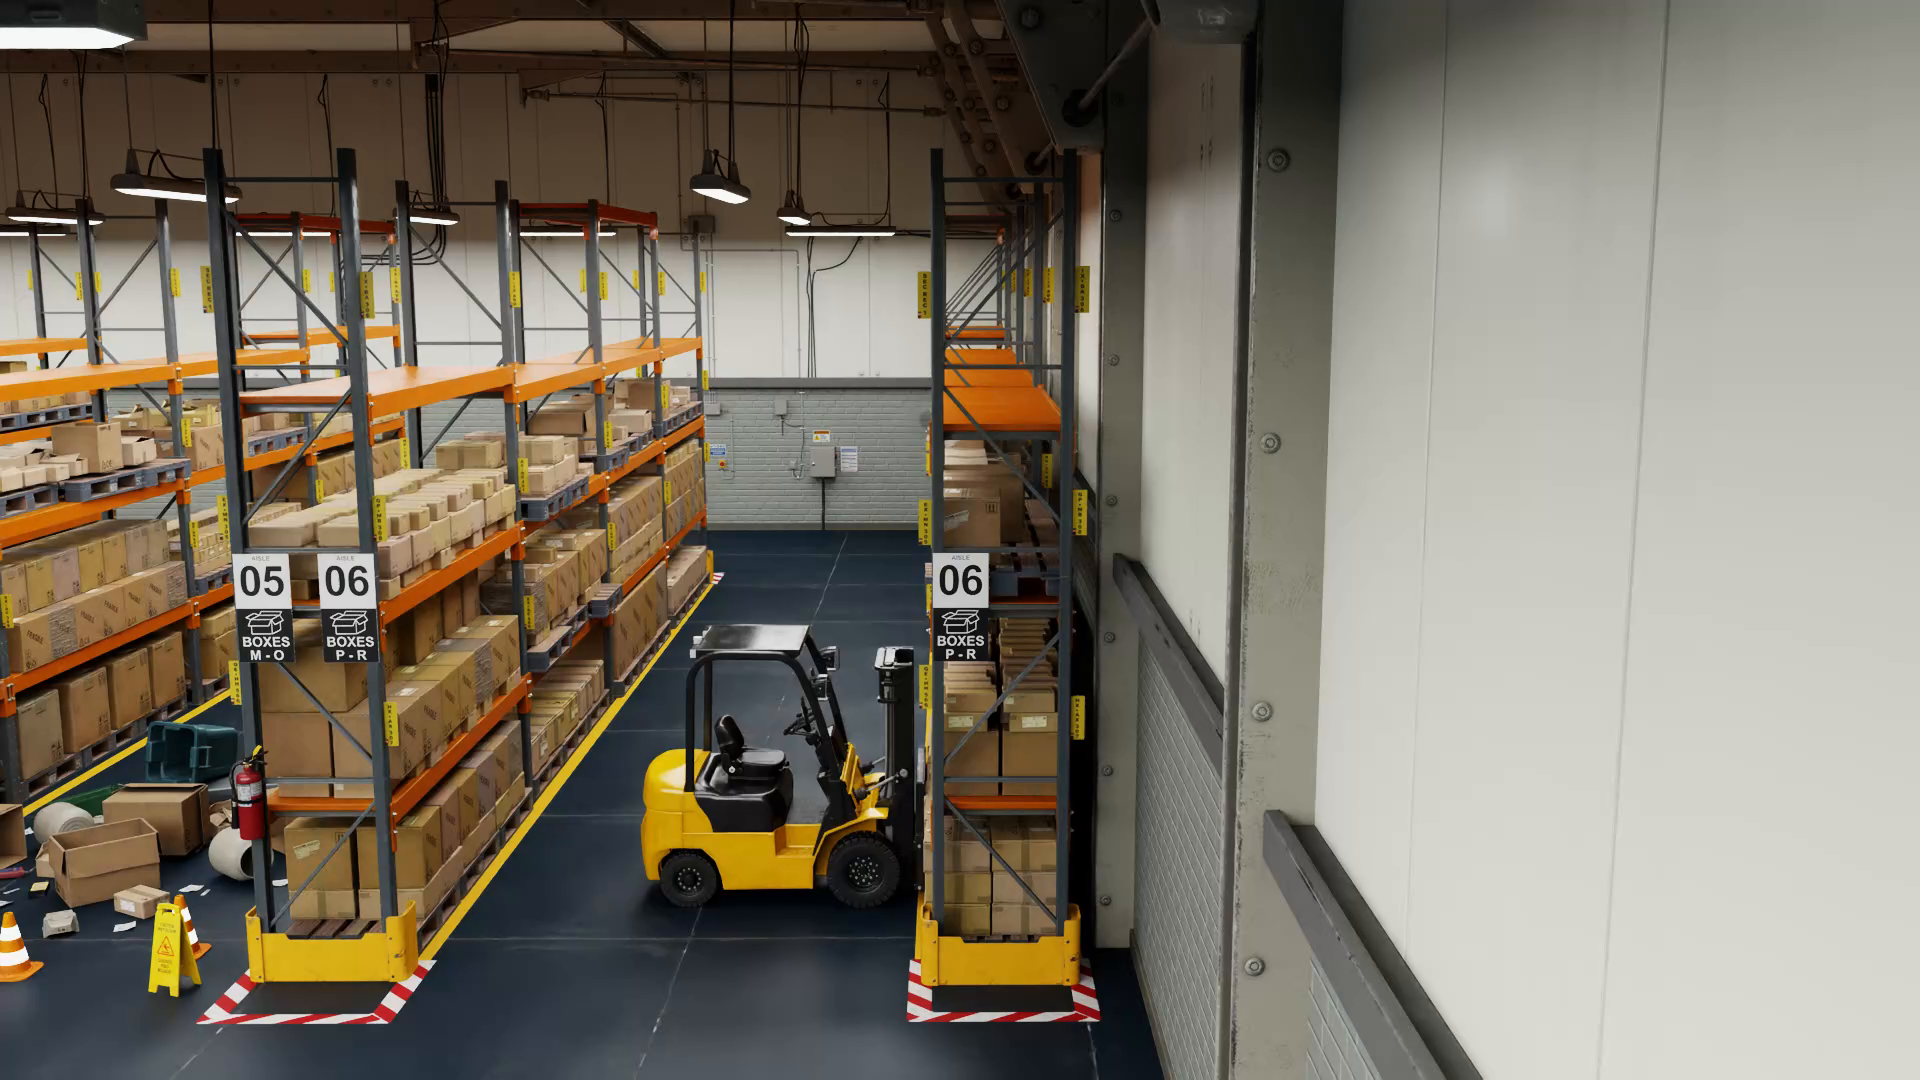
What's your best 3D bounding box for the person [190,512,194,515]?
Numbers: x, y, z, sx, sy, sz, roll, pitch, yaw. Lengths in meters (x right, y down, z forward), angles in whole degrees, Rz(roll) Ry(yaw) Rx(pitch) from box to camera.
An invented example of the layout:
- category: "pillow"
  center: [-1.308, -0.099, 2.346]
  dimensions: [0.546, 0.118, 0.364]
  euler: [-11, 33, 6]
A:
- category: "person"
  center: [-11.440, 0.394, 24.779]
  dimensions: [0.598, 1.661, 0.549]
  euler: [0, 9, 3]
